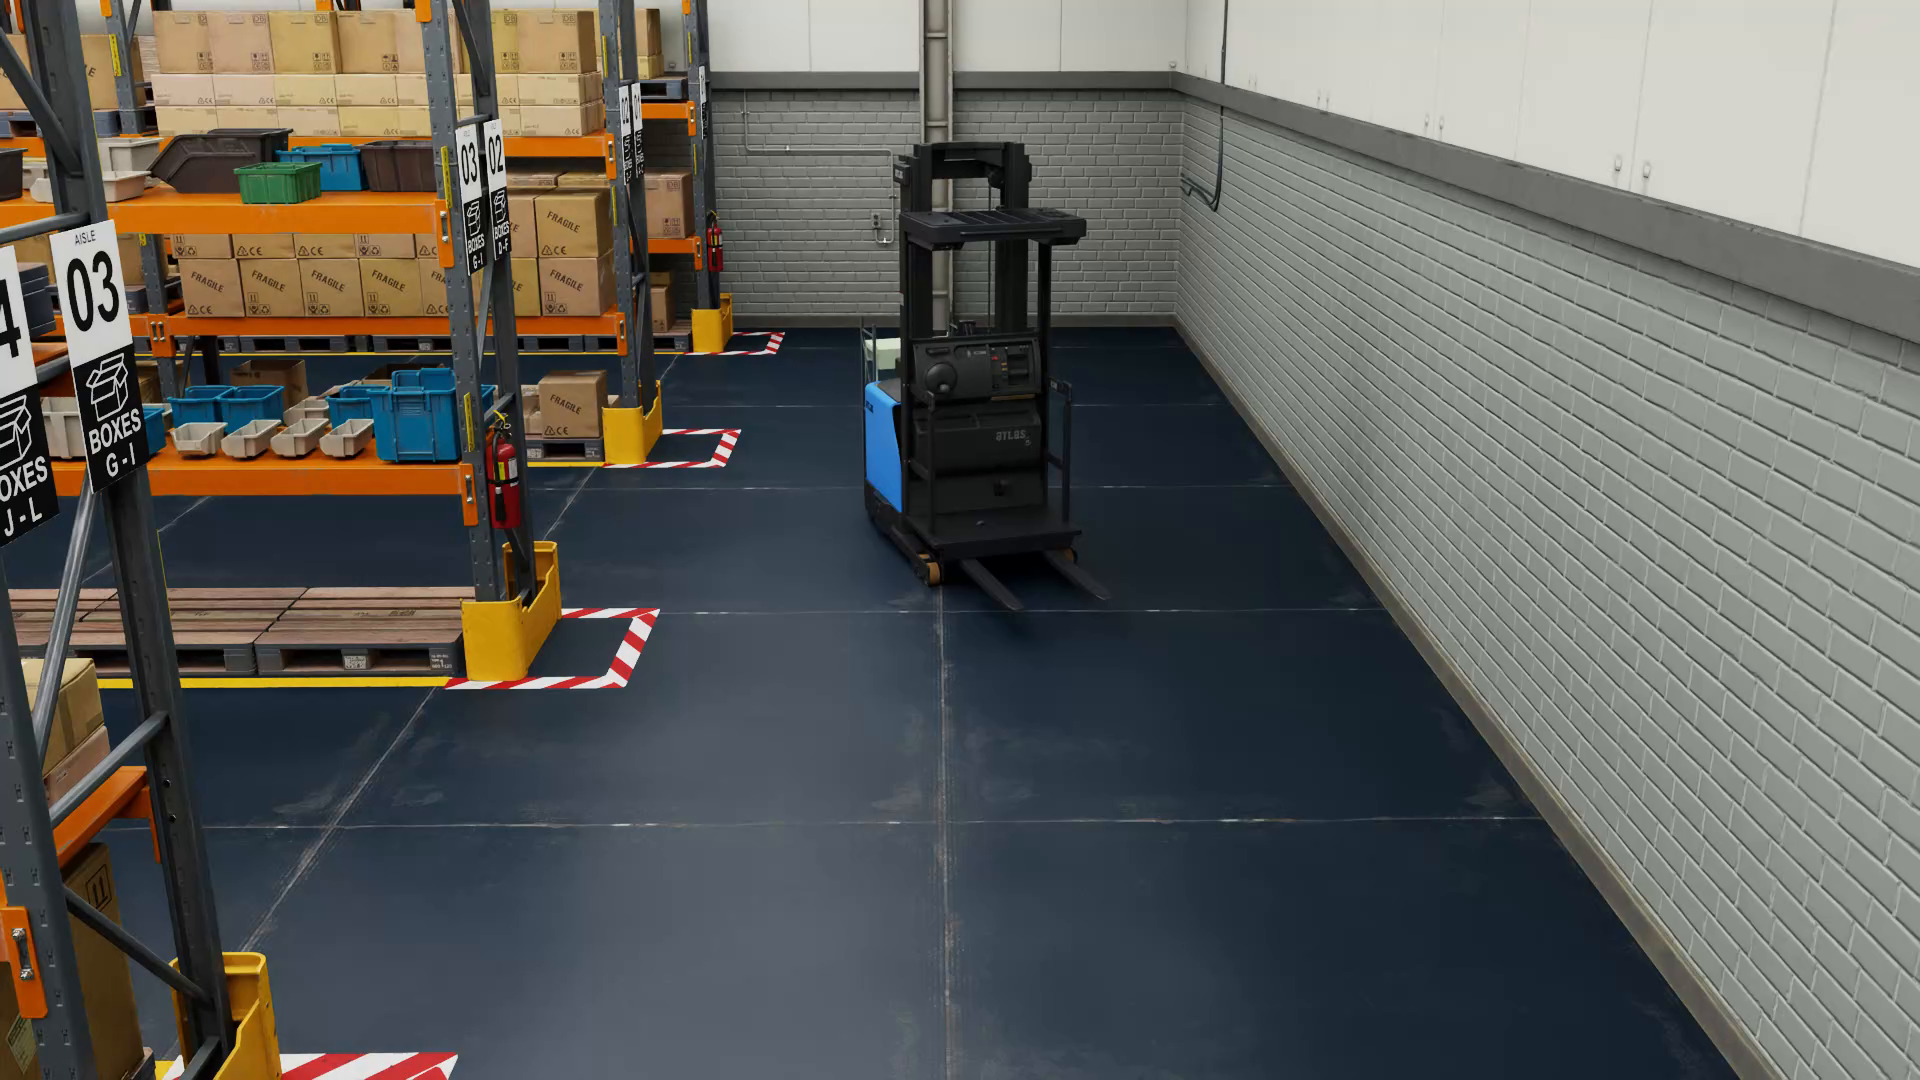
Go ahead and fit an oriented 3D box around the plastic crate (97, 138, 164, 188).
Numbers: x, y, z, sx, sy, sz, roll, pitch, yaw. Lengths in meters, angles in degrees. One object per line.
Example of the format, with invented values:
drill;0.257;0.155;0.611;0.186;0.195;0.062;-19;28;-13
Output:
plastic crate;-5.035;-2.215;9.824;0.530;0.282;0.437;0;18;-1

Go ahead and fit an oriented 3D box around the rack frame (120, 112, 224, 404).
rack frame;-6.888;-2.253;14.660;0.127;3.000;1.000;0;18;-1

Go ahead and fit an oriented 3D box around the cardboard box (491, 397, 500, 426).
cardboard box;-4.378;-1.099;14.844;0.500;0.250;0.500;0;18;-1

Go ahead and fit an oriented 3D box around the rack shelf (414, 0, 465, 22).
rack shelf;-4.814;-3.073;9.228;4.000;0.370;1.077;0;18;-1

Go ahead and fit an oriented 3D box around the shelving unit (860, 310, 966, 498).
shelving unit;-0.373;-1.044;13.346;0.755;1.500;0.431;-6;19;-17

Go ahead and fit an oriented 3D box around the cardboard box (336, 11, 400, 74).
cardboard box;-4.903;-4.231;14.115;0.500;0.500;0.700;0;18;-1

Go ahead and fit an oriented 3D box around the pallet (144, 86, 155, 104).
pallet;-9.208;-5.110;18.966;1.213;0.211;1.003;1;18;2

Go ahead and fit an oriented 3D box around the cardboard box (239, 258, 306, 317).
cardboard box;-5.862;-2.223;14.403;0.500;0.500;0.500;0;18;0

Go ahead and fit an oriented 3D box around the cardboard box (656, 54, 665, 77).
cardboard box;-3.704;-5.461;19.144;0.500;0.250;0.500;1;18;2

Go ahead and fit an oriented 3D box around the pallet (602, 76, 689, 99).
pallet;-3.712;-5.164;18.970;1.213;0.211;1.003;0;18;-1

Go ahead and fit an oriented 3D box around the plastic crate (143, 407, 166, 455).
plastic crate;-4.863;-0.620;9.745;0.300;0.233;0.416;0;18;-1

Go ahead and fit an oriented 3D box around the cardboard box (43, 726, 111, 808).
cardboard box;-3.096;0.774;5.635;0.250;0.149;0.380;0;18;0

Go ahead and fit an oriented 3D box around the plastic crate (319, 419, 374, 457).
plastic crate;-3.626;-0.603;9.850;0.243;0.136;0.396;0;18;-1

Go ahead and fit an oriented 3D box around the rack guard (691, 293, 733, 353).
rack guard;-2.946;-2.595;19.818;0.348;0.500;1.175;0;18;-1

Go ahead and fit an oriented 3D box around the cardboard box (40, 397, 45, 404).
cardboard box;-7.871;-1.182;14.695;0.500;0.500;0.500;0;18;-1

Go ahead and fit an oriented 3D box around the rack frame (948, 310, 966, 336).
rack frame;-0.024;-1.078;13.453;0.023;1.500;0.400;-6;19;-17

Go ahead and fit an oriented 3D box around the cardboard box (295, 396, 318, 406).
cardboard box;-5.949;-1.214;15.369;0.250;0.149;0.380;0;18;-1

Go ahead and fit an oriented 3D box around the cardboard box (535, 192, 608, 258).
cardboard box;-3.329;-2.710;14.283;0.500;0.500;0.500;0;18;-1

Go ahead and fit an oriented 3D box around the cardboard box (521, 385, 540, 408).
cardboard box;-3.936;-1.254;15.327;0.500;0.250;0.500;0;18;-1

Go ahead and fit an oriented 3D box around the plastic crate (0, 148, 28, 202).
plastic crate;-5.567;-2.028;9.263;0.590;0.269;0.497;0;18;-1

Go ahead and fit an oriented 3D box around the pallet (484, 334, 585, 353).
pallet;-4.985;-2.424;19.760;1.213;0.211;1.003;0;18;-1

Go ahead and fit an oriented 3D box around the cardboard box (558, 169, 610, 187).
cardboard box;-4.207;-3.915;19.352;0.700;0.700;0.980;0;18;-1

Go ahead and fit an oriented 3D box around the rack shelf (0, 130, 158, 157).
rack shelf;-8.888;-3.329;14.281;4.000;0.370;1.077;0;18;-1

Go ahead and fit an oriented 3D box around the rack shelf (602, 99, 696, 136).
rack shelf;-4.970;-4.861;19.058;4.000;0.370;1.077;0;18;-1

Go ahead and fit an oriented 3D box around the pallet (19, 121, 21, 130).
pallet;-8.578;-3.604;14.269;1.003;0.211;1.213;0;18;-1

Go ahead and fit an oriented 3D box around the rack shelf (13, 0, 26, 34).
rack shelf;-4.735;-1.561;4.513;4.000;0.370;1.077;0;18;-1

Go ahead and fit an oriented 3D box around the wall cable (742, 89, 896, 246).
wall cable;-1.705;-4.564;20.201;1.851;1.984;0.084;0;18;-1

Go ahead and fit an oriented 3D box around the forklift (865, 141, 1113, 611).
forklift;0.192;-1.215;11.536;1.130;2.935;3.031;-6;19;-17

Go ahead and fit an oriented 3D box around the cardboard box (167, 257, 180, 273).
cardboard box;-9.356;-2.889;19.473;0.750;0.750;0.750;0;18;-1

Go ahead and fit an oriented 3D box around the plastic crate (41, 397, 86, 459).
plastic crate;-5.284;-0.663;9.800;0.530;0.282;0.437;0;18;-1

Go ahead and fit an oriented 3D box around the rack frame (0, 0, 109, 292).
rack frame;-2.736;-2.103;4.372;0.127;3.000;1.000;0;18;-1

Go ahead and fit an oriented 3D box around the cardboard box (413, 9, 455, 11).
cardboard box;-5.739;-5.649;18.504;0.500;0.500;0.500;-1;18;-2

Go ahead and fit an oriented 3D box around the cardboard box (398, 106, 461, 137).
cardboard box;-4.398;-3.541;14.009;0.500;0.250;0.500;0;18;-1

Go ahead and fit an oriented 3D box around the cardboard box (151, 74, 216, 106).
cardboard box;-6.398;-3.774;13.919;0.500;0.250;0.500;0;18;-1

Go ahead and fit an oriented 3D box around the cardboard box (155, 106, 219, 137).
cardboard box;-6.398;-3.536;13.996;0.500;0.250;0.500;0;18;-1

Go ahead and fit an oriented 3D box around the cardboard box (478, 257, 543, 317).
cardboard box;-3.850;-2.231;14.428;0.500;0.500;0.500;0;18;0

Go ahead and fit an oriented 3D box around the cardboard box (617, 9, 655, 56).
cardboard box;-3.698;-5.660;18.536;0.500;0.500;0.500;0;18;-1

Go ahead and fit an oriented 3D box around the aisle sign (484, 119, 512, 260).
aisle sign;-2.747;-2.088;9.891;0.004;0.787;0.394;0;18;-1

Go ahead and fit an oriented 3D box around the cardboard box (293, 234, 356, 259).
cardboard box;-5.382;-2.698;14.246;0.500;0.500;0.500;-1;18;-2

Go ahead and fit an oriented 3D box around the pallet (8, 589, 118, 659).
pallet;-6.079;0.572;10.418;1.213;0.211;1.003;0;18;-1

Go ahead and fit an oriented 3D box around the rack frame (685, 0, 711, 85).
rack frame;-2.970;-6.642;18.520;0.127;3.000;1.000;0;18;-1

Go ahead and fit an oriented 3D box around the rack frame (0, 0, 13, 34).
rack frame;-10.969;-6.603;18.400;0.127;3.000;1.000;0;18;-1

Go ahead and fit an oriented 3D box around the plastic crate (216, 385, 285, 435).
plastic crate;-4.382;-0.801;10.310;0.300;0.233;0.416;0;18;-1

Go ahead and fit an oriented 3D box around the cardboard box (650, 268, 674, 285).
cardboard box;-3.547;-3.131;19.741;0.250;0.149;0.380;0;18;0

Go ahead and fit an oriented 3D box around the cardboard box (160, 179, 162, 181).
cardboard box;-8.964;-4.237;18.933;0.500;0.250;0.500;-1;18;-2

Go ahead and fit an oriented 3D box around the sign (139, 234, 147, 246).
sign;-6.875;-2.635;13.955;0.005;0.325;0.100;0;18;-1

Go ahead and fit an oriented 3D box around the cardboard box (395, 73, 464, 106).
cardboard box;-4.398;-3.783;13.946;0.500;0.250;0.500;0;18;-1

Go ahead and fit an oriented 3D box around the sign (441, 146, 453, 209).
sign;-2.789;-1.970;9.038;0.005;0.325;0.100;0;18;-1
